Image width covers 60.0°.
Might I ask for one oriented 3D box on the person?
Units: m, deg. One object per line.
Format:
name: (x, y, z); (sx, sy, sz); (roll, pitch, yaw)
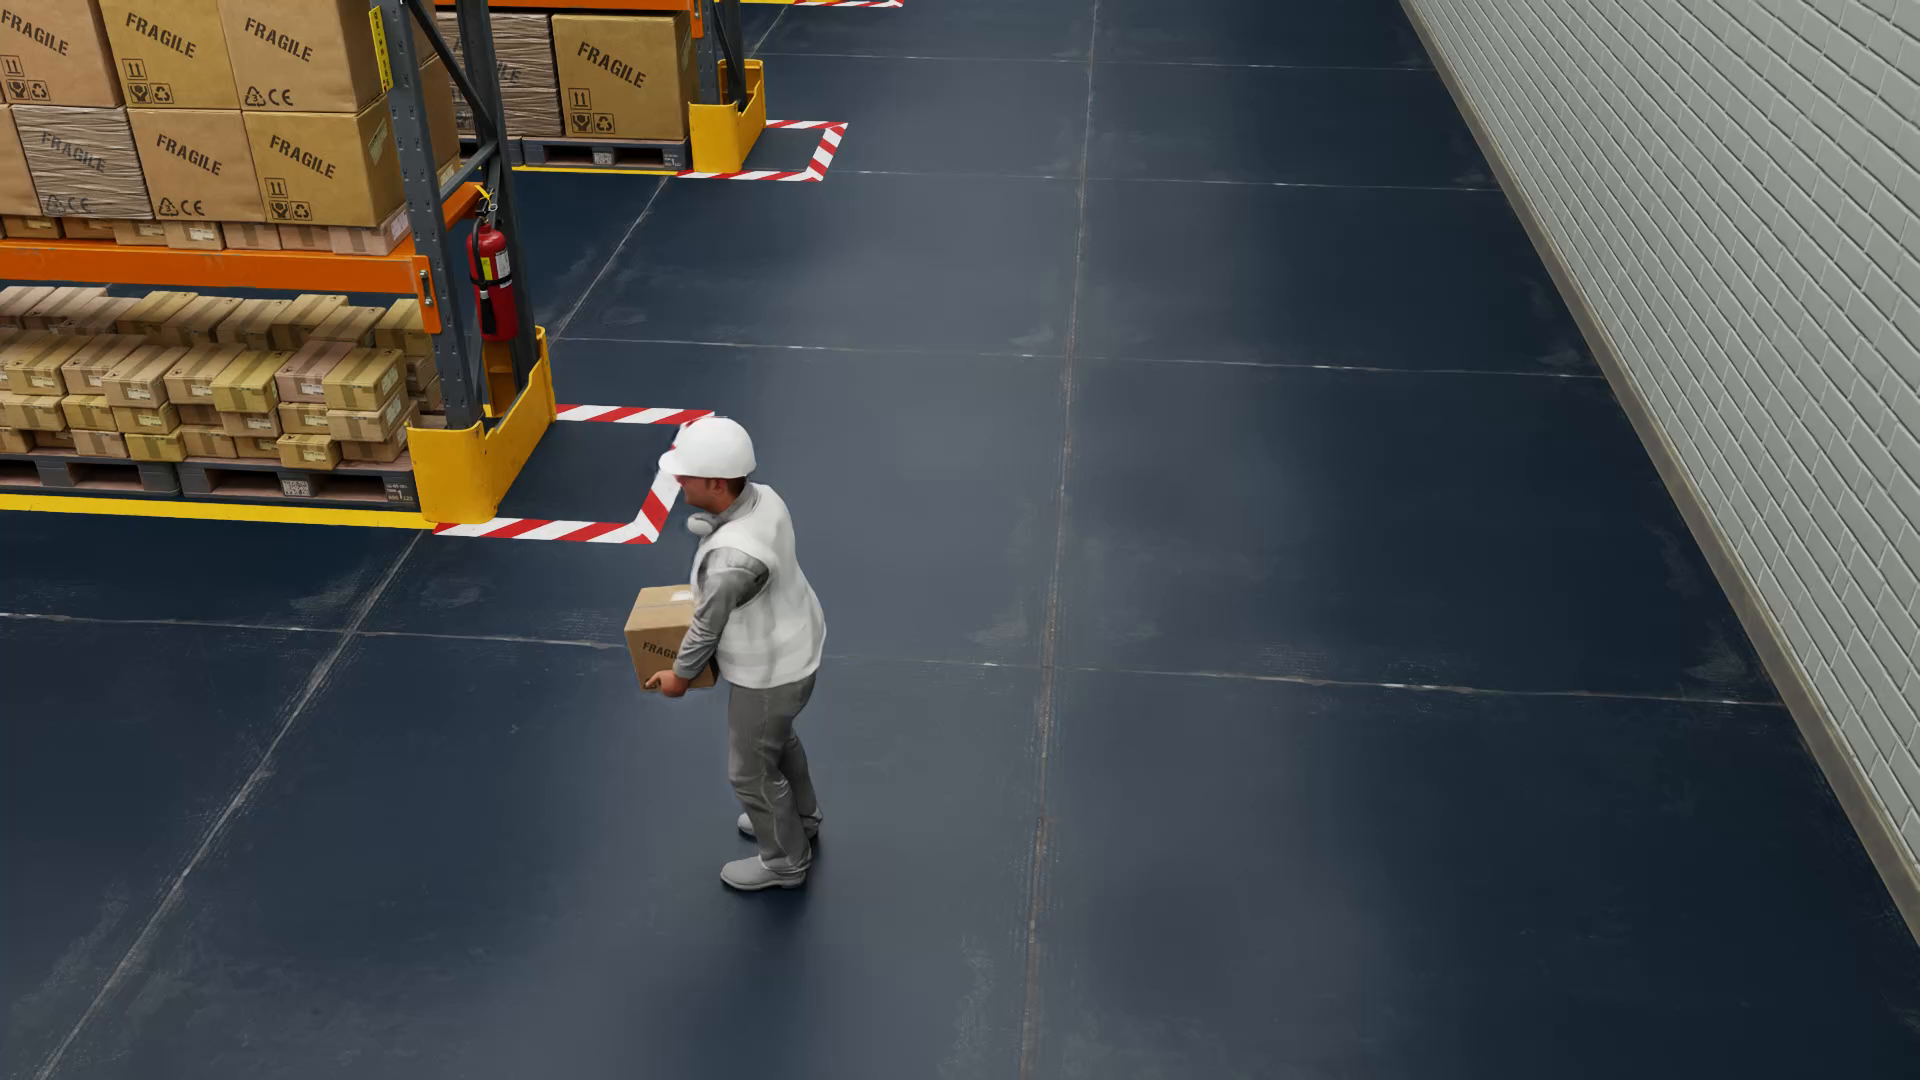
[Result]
person: (-0.734, 0.388, 5.500); (0.574, 1.762, 0.489); (2, 32, 3)
